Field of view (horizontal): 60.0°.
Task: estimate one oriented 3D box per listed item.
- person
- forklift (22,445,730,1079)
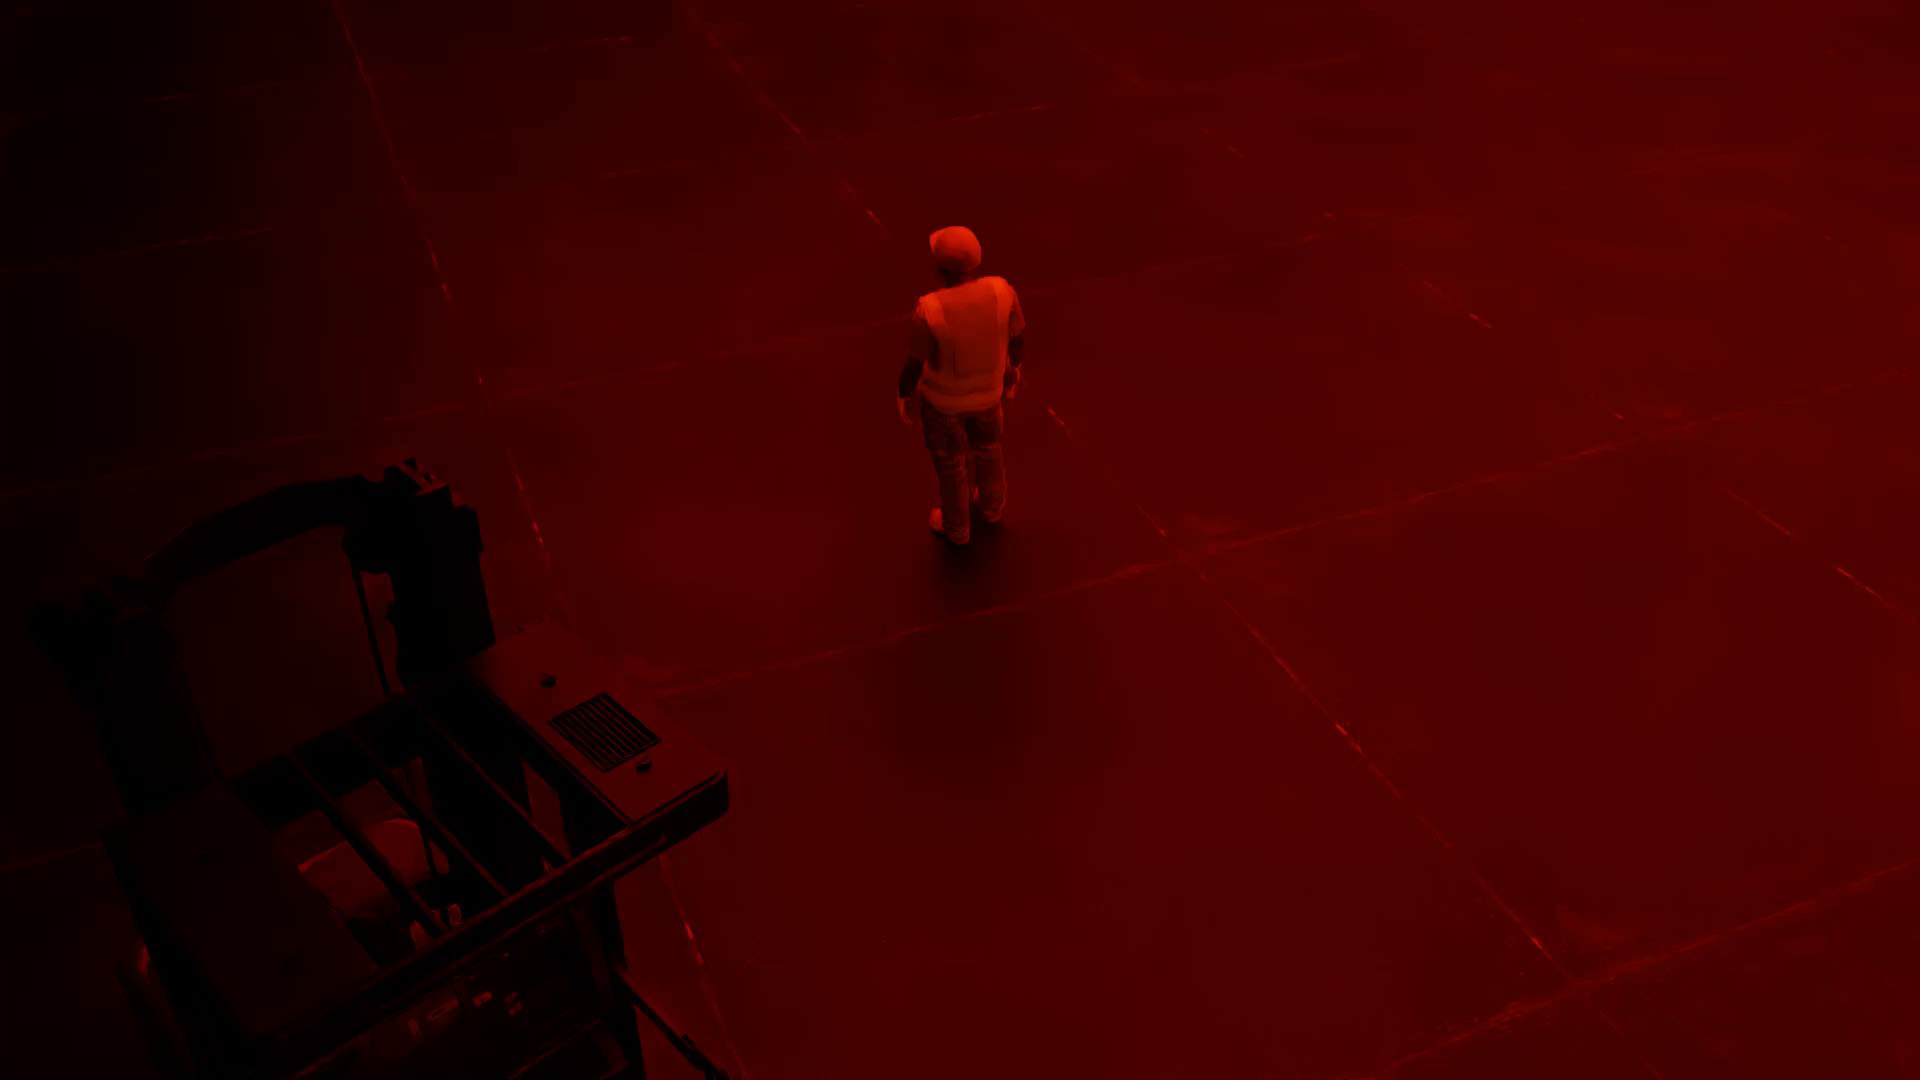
[{"bbox_3d":[-0.021,-0.772,8.164,0.655,1.782,0.576,-14,38,-19],"label":"person"},{"bbox_3d":[-1.200,1.358,4.190,1.130,2.935,3.031,-28,44,-34],"label":"forklift"}]
